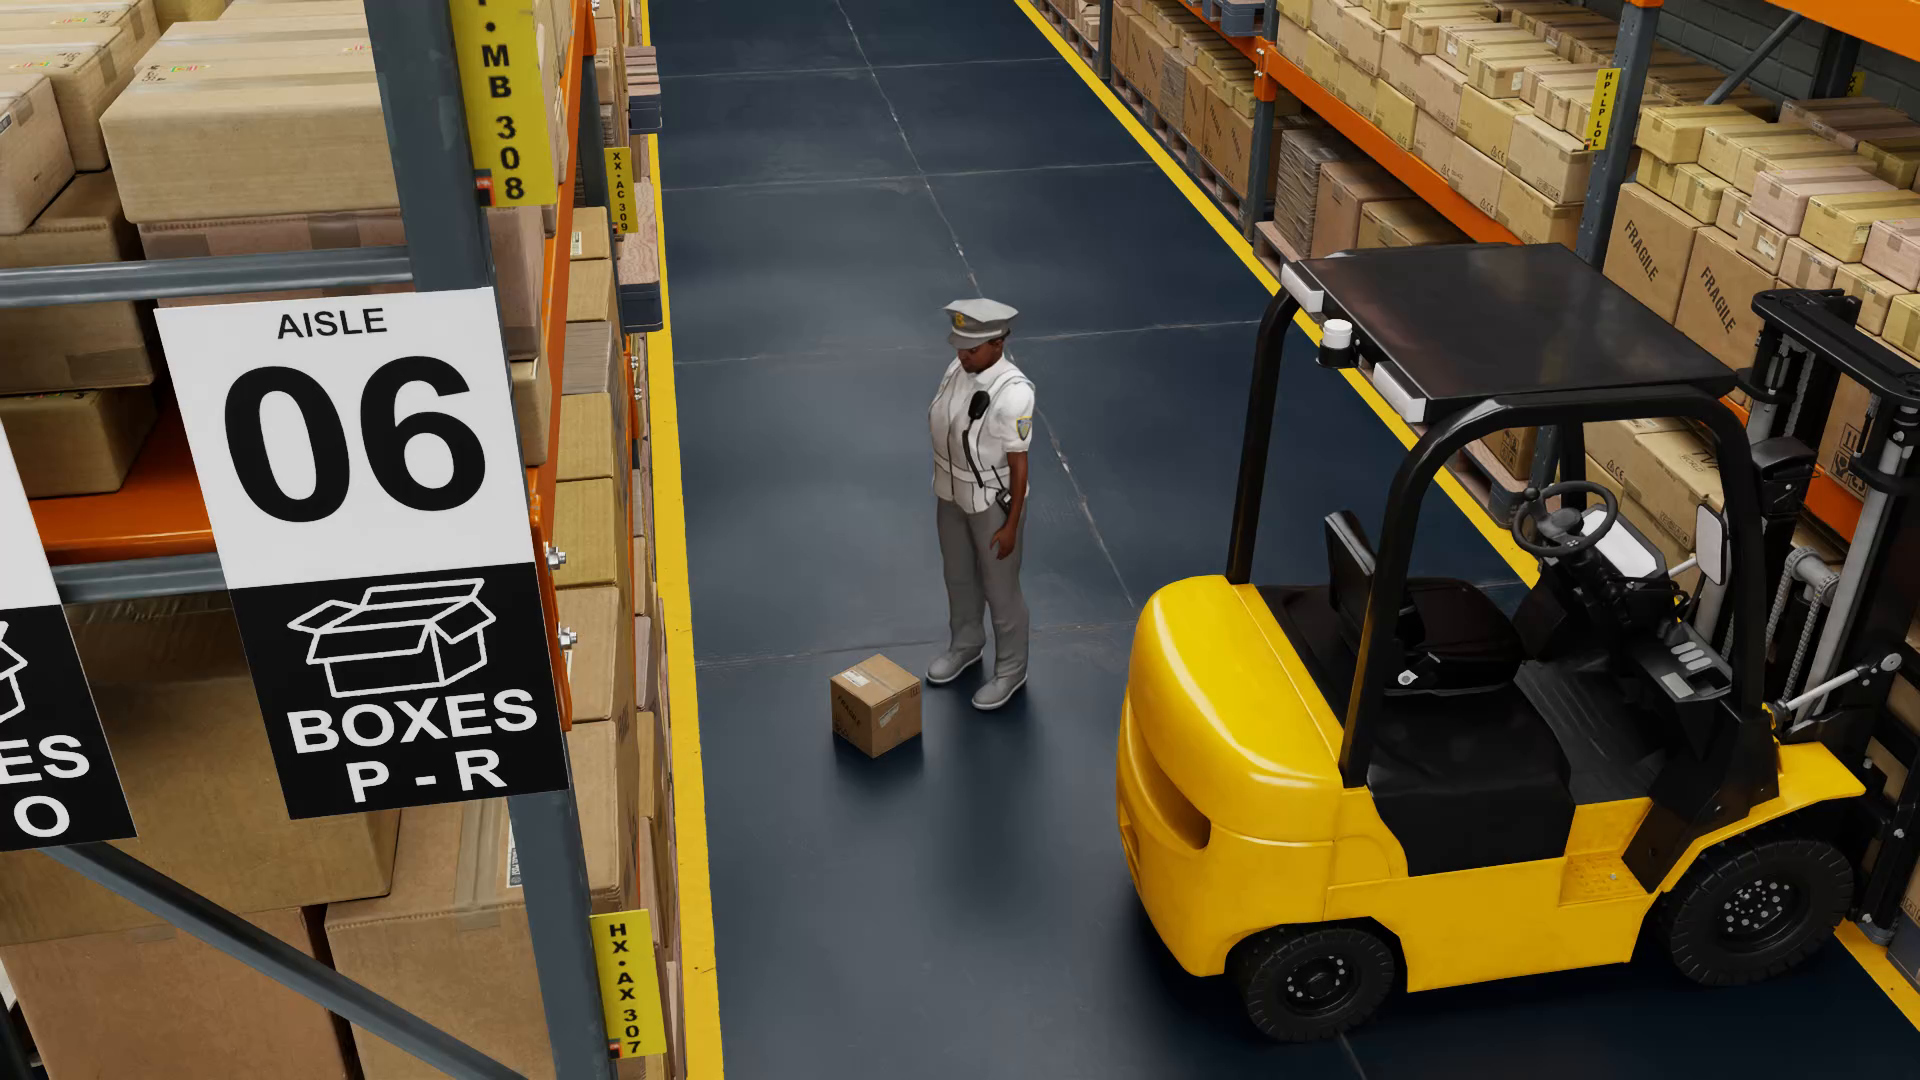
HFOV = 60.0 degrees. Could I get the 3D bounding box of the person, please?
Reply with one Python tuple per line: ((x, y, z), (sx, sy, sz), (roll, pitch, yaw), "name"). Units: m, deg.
((0.077, -0.131, 6.349), (0.343, 1.667, 0.440), (-24, 38, -34), "person")
